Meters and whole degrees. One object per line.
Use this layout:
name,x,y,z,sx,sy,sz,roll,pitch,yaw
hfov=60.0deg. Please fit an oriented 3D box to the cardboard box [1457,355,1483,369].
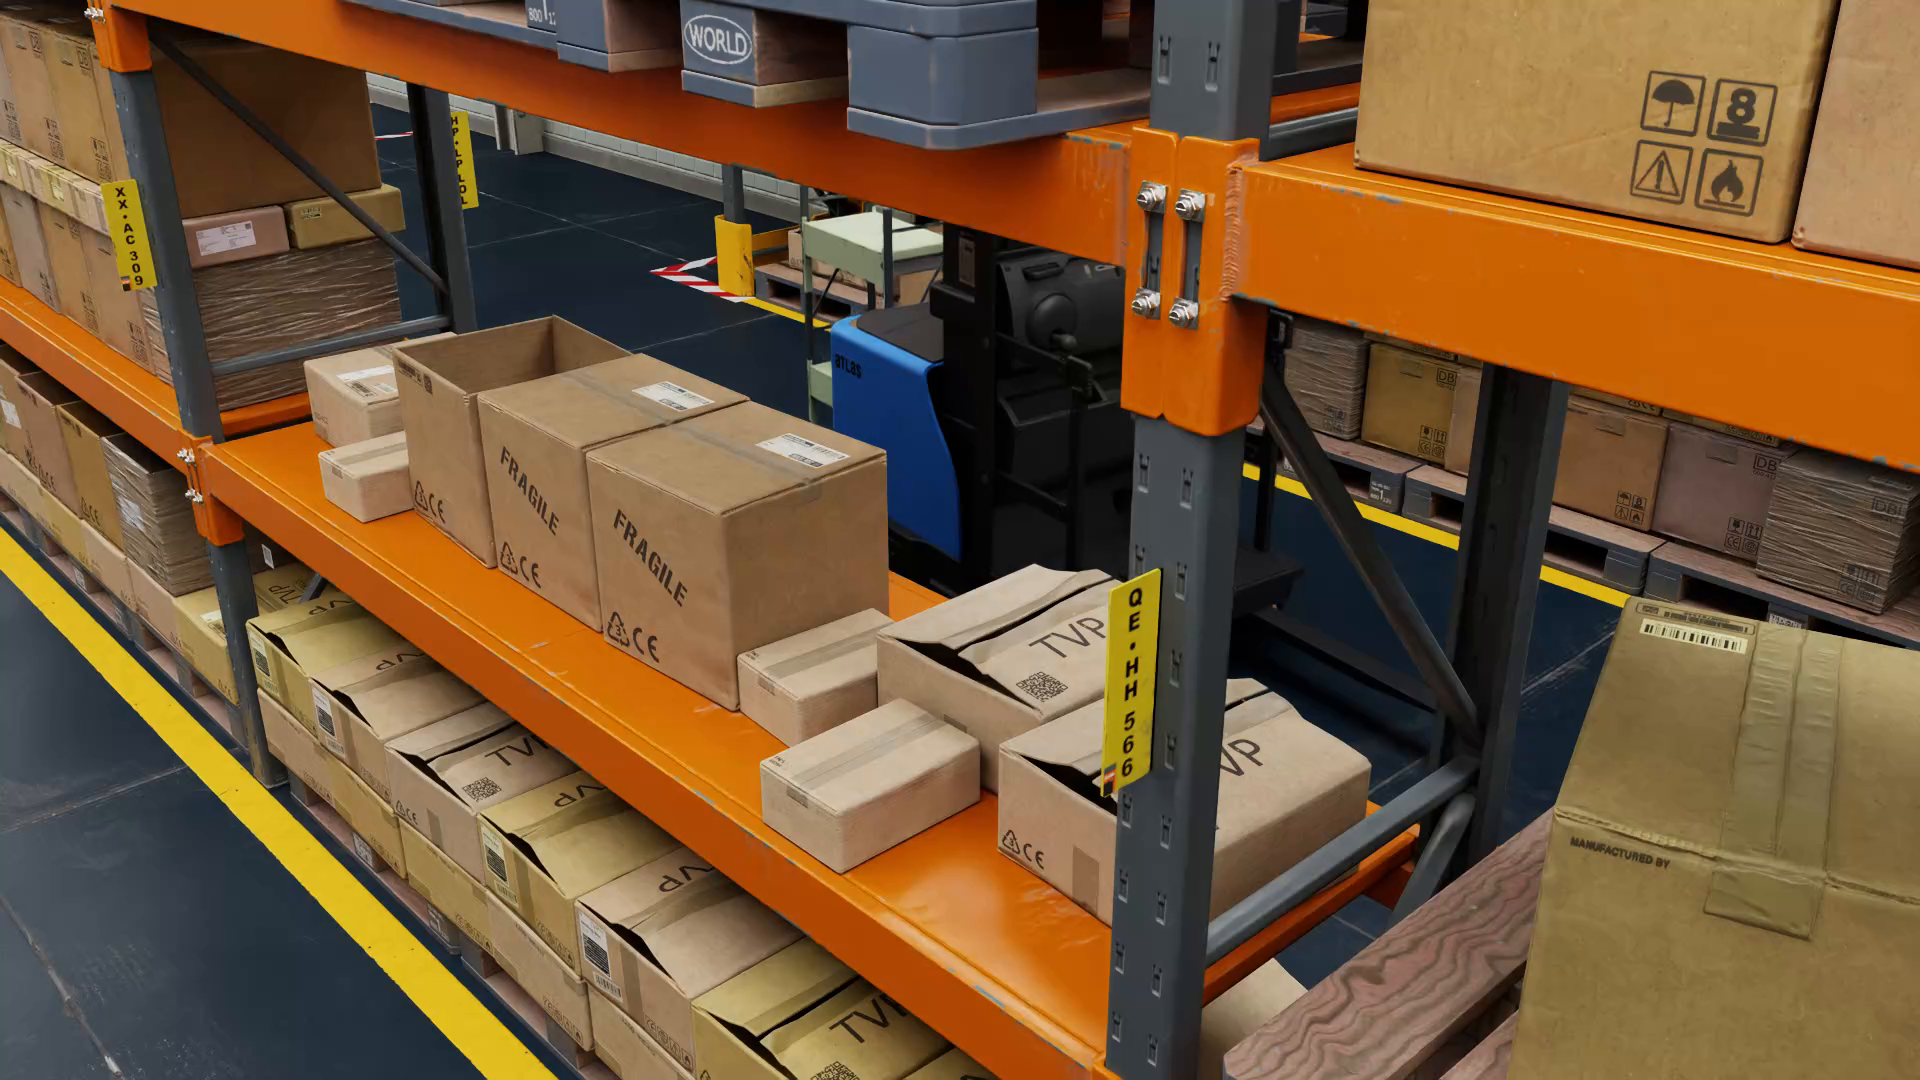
cardboard box,2.695,-0.946,7.788,0.500,0.250,0.500,-22,33,-40

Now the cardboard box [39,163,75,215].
cardboard box,-3.132,-1.314,6.114,0.380,0.149,0.250,-21,32,-39

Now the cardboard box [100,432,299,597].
cardboard box,-2.905,-0.158,6.385,0.500,0.500,0.500,-21,32,-38

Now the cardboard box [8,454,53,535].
cardboard box,-3.939,-0.267,7.529,0.500,0.250,0.500,-21,32,-38

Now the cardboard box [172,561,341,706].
cardboard box,-2.572,0.338,6.201,0.500,0.250,0.500,-21,32,-38

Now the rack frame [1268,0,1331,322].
rack frame,1.518,-2.049,8.628,1.000,3.000,0.127,-21,32,-38

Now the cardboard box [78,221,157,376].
cardboard box,-2.769,-0.979,6.162,0.700,0.500,0.500,-22,32,-39

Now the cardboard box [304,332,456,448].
cardboard box,-1.727,-0.438,5.277,0.500,0.250,0.500,-19,31,-35

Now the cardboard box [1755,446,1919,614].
cardboard box,3.722,-0.104,6.845,0.700,0.500,0.500,-21,32,-38

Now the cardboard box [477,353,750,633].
cardboard box,-0.880,-0.140,4.322,0.500,0.500,0.500,-21,32,-38

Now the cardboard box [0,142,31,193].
cardboard box,-3.488,-1.470,6.456,0.380,0.149,0.250,-20,31,-37

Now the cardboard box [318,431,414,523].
cardboard box,-1.639,-0.202,4.882,0.380,0.149,0.250,-21,32,-38

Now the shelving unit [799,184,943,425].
shelving unit,-0.382,-0.947,8.018,0.431,1.500,0.755,-16,29,-32

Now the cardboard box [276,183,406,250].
cardboard box,-2.138,-1.120,5.689,0.380,0.149,0.250,-21,32,-39

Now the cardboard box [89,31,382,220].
cardboard box,-2.403,-1.411,5.546,0.700,0.500,0.500,-21,32,-38

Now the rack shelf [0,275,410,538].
rack shelf,-3.462,-0.922,7.023,1.077,0.370,4.000,-21,32,-38

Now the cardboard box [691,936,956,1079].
cardboard box,-0.259,1.129,3.792,0.500,0.311,0.500,-22,32,-39

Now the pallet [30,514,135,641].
pallet,-3.447,0.003,7.489,1.003,0.211,1.213,-21,32,-38

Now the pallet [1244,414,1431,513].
pallet,2.051,-0.545,8.691,1.003,0.211,1.213,-21,32,-38

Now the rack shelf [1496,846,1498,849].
rack shelf,2.006,1.502,1.710,1.077,0.370,4.000,-21,32,-38

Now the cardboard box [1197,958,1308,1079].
cardboard box,0.495,1.132,3.787,0.500,0.311,0.500,-20,31,-37

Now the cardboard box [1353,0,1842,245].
cardboard box,0.961,-0.719,1.977,0.910,0.500,0.500,-21,32,-38

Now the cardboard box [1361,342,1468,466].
cardboard box,2.423,-0.752,8.265,0.700,0.500,0.500,-22,32,-39

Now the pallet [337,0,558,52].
pallet,-0.657,-1.228,3.442,1.003,0.211,1.213,-19,31,-36

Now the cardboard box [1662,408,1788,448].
cardboard box,3.378,-0.635,7.107,0.500,0.250,0.500,-20,32,-38

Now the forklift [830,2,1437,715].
forklift,0.674,-0.936,6.270,1.130,2.935,3.031,-16,29,-32

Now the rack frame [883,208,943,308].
rack frame,-0.172,-0.823,7.746,0.400,1.500,0.023,-16,29,-32

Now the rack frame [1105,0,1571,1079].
rack frame,0.641,0.568,2.891,0.949,2.616,0.053,-21,32,-38

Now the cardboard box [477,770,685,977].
cardboard box,-0.943,0.823,4.463,0.500,0.311,0.500,-20,31,-37

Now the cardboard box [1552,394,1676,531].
cardboard box,3.094,-0.435,7.572,0.700,0.500,0.500,-21,32,-39

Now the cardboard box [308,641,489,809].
cardboard box,-1.657,0.511,5.148,0.500,0.311,0.500,-22,32,-39

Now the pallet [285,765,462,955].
pallet,-1.563,0.838,5.659,1.003,0.211,1.213,-21,32,-38

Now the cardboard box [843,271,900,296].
cardboard box,-0.419,-1.830,10.857,0.500,0.311,0.500,-18,30,-34

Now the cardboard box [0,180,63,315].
cardboard box,-3.460,-1.287,6.837,0.700,0.500,0.500,-20,31,-37

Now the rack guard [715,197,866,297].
rack guard,-1.164,-2.101,11.753,1.175,0.500,0.348,-21,32,-38

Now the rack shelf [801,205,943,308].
rack shelf,-0.382,-1.302,7.856,0.431,0.370,0.720,-16,29,-32

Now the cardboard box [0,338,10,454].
cardboard box,-4.282,-0.760,7.704,0.500,0.500,0.500,-21,32,-38

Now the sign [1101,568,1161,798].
sign,0.236,0.201,2.301,0.100,0.325,0.005,-21,32,-38

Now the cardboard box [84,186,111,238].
cardboard box,-2.786,-1.159,5.775,0.380,0.149,0.250,-22,33,-40

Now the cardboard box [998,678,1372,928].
cardboard box,0.422,0.487,3.176,0.500,0.311,0.500,-19,31,-35

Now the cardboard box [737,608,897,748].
cardboard box,-0.274,0.313,3.753,0.380,0.149,0.250,-18,30,-35

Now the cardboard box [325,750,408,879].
cardboard box,-1.652,0.765,5.267,0.500,0.250,0.500,-20,31,-37

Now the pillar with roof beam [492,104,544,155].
pillar with roof beam,-7.350,-6.621,11.420,9.100,9.000,0.400,-21,32,-38

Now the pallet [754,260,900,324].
pallet,-0.635,-1.713,11.252,1.003,0.211,1.213,-21,32,-38

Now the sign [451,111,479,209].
sign,-1.706,-1.291,5.665,0.100,0.325,0.005,-21,32,-38

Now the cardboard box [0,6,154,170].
cardboard box,-3.091,-1.716,6.214,0.700,0.500,0.500,-21,32,-38

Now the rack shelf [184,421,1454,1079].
rack shelf,-0.728,0.290,4.367,1.077,0.370,4.000,-21,32,-38

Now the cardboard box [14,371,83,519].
cardboard box,-3.602,-0.455,7.037,0.500,0.500,0.500,-21,32,-38

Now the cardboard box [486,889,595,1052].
cardboard box,-0.949,1.075,4.586,0.500,0.250,0.500,-20,32,-38

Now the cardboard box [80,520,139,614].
cardboard box,-3.259,0.037,6.862,0.500,0.250,0.500,-21,32,-38

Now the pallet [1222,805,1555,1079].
pallet,1.153,0.842,2.522,1.213,0.211,1.003,-21,32,-38

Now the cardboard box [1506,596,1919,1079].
cardboard box,1.151,0.491,2.433,0.500,0.500,0.700,12,27,25
